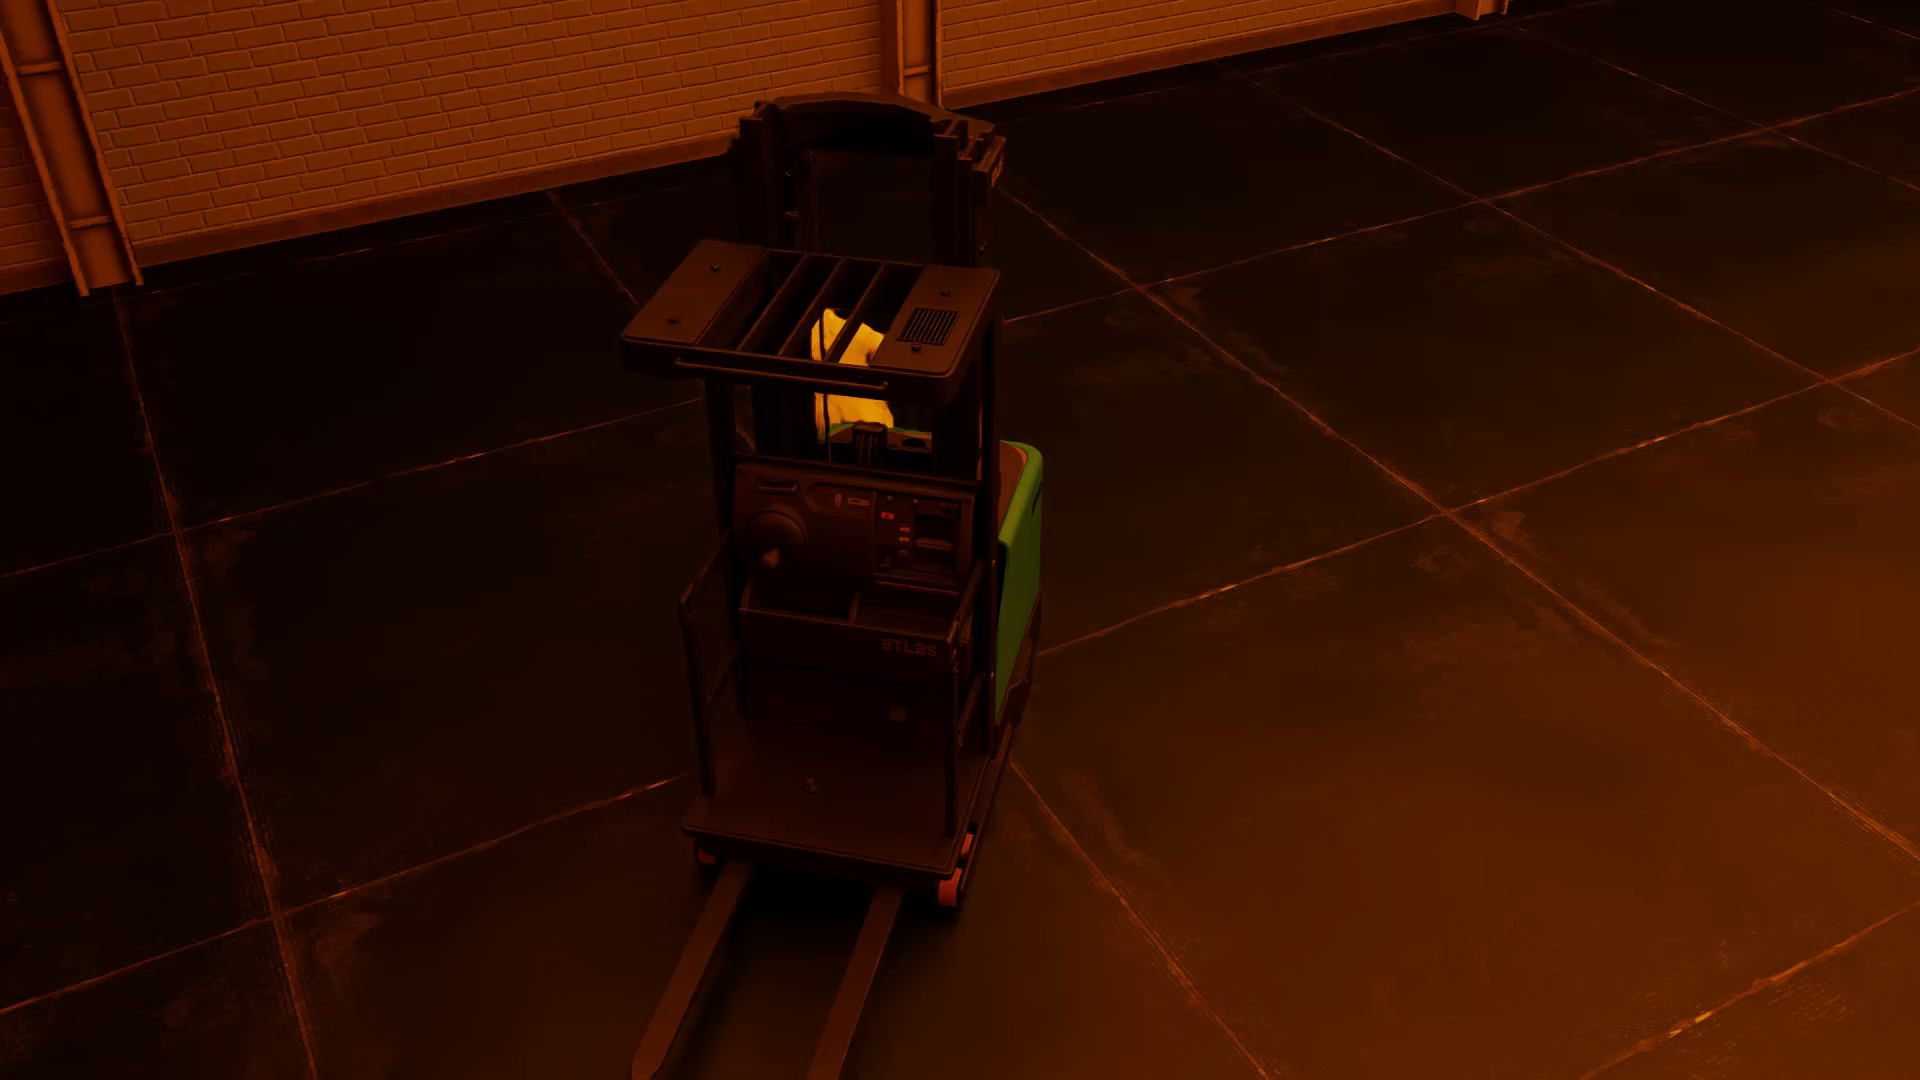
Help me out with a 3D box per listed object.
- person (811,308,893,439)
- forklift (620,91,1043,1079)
[{"bbox_3d":[-0.516,-0.648,8.264,1.033,1.545,0.906,-9,36,-12],"label":"person"},{"bbox_3d":[-0.453,0.017,6.098,1.130,2.935,3.031,8,36,11],"label":"forklift"}]
